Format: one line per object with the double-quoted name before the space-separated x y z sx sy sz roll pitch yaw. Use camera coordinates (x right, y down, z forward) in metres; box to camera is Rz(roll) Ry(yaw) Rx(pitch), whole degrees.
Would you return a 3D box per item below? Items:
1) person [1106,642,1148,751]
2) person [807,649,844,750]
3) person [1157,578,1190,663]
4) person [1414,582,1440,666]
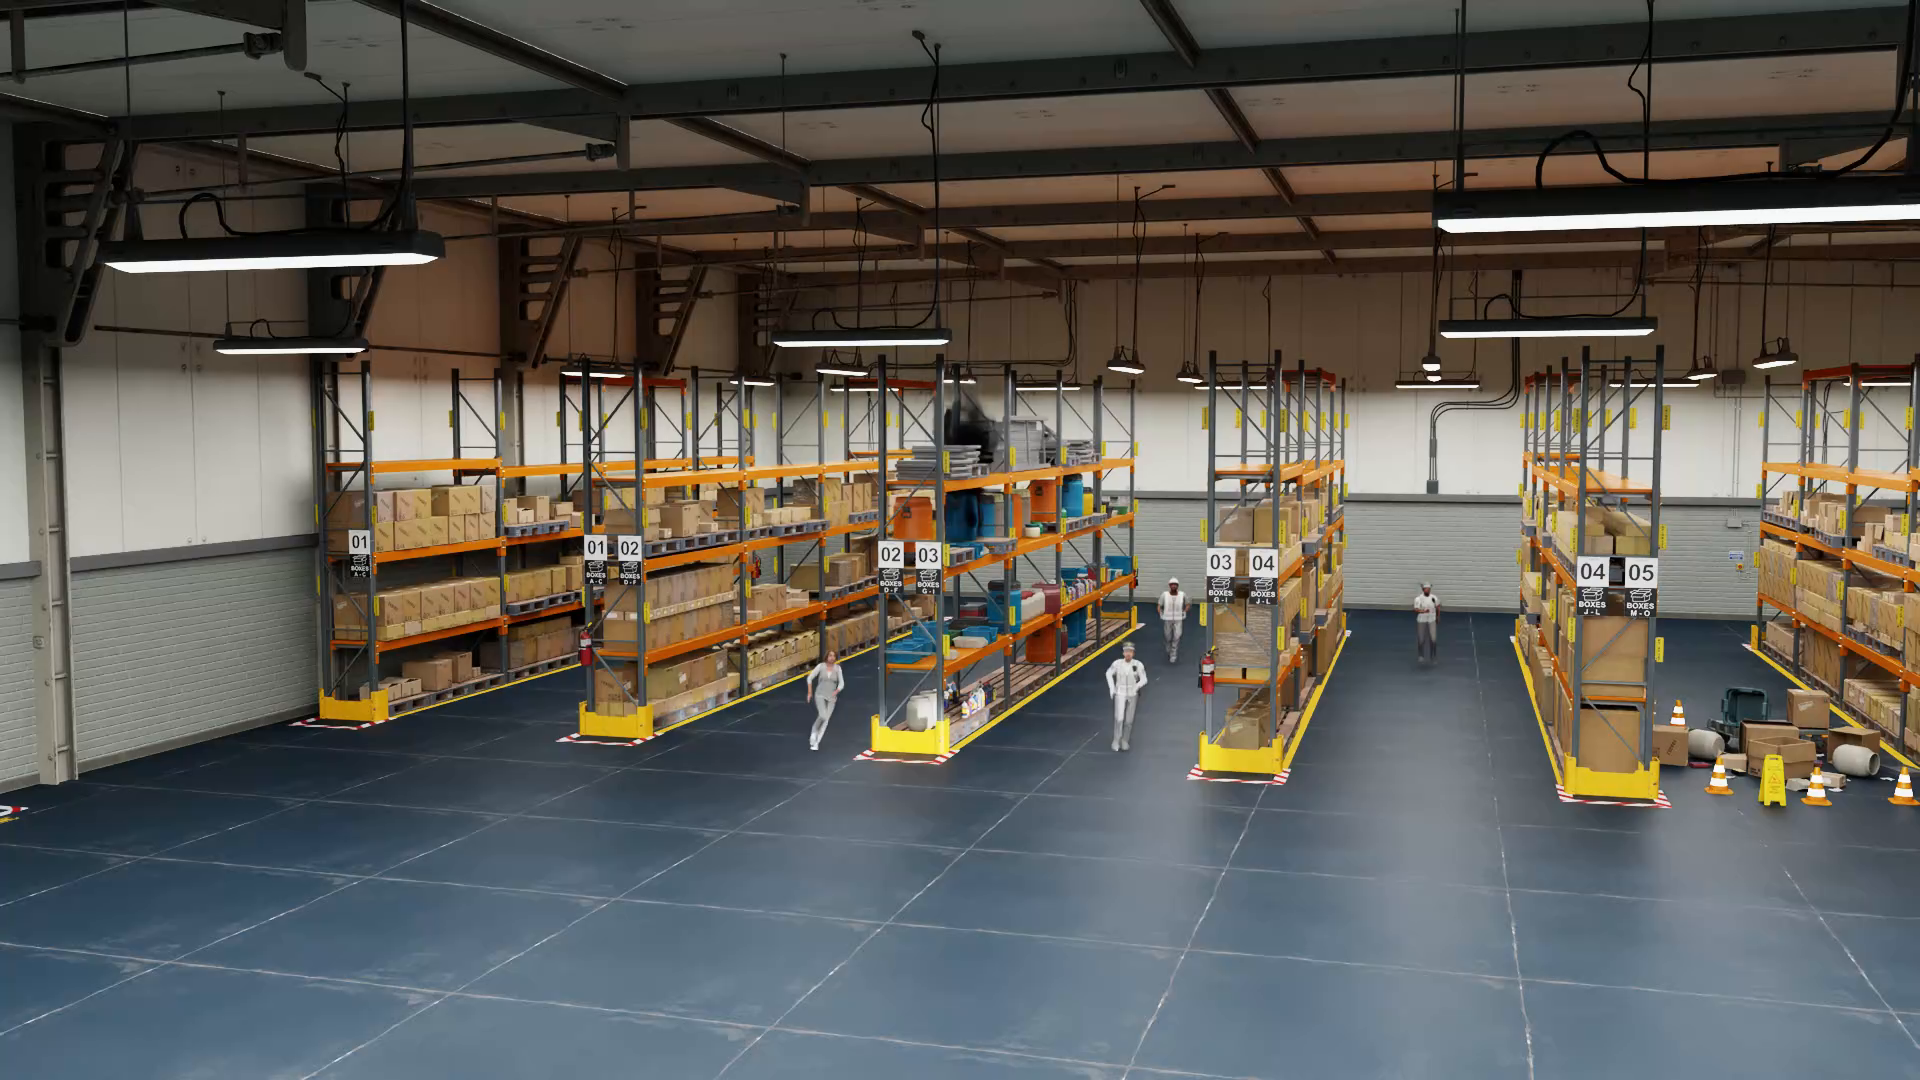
"person" 2.530 2.372 25.193 0.617 1.677 0.624 0 4 3
"person" -2.023 2.427 25.257 0.552 1.528 0.531 -1 4 -16
"person" 4.449 1.662 34.605 0.680 1.743 0.723 0 4 6
"person" 9.613 1.728 34.182 0.564 1.756 0.712 1 4 8
